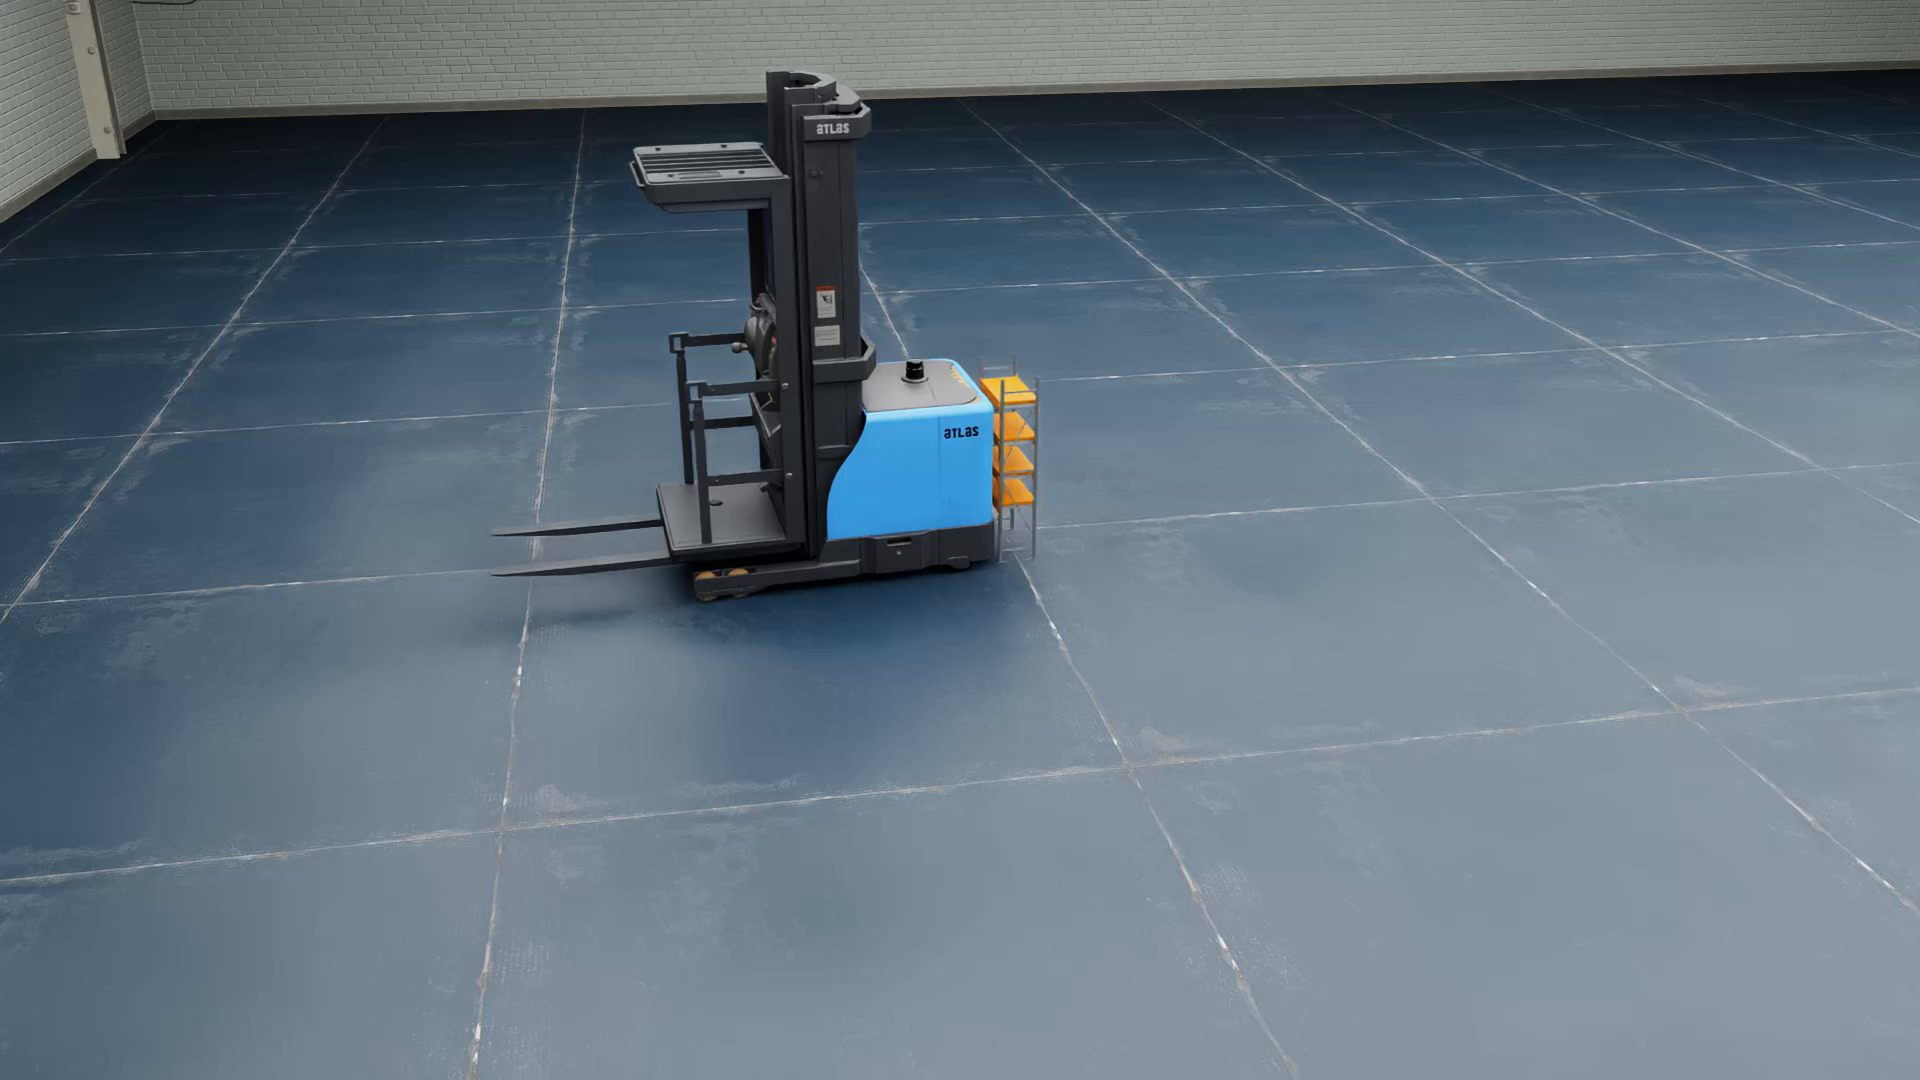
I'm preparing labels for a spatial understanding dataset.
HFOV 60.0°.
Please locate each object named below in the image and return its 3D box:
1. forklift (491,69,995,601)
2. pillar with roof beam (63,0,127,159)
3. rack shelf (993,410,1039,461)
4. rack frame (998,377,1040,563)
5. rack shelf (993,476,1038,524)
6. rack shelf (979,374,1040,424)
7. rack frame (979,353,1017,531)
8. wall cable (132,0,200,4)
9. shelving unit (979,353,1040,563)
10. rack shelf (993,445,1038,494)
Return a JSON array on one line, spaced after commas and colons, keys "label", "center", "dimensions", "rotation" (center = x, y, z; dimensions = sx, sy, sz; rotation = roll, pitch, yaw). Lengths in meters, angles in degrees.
[{"label": "forklift", "center": [-1.360, -1.214, 9.868], "dimensions": [3.031, 2.935, 1.130], "rotation": [-6, 24, -13]}, {"label": "pillar with roof beam", "center": [-7.420, -9.714, 21.748], "dimensions": [9.100, 9.000, 0.400], "rotation": [-4, 24, -10]}, {"label": "rack shelf", "center": [0.300, -0.656, 10.360], "dimensions": [0.258, 0.148, 0.480], "rotation": [-6, 24, -13]}, {"label": "rack frame", "center": [0.360, -0.418, 10.206], "dimensions": [0.240, 1.200, 0.015], "rotation": [-6, 24, -13]}, {"label": "rack shelf", "center": [0.299, -0.268, 10.529], "dimensions": [0.258, 0.148, 0.480], "rotation": [-6, 24, -13]}, {"label": "rack shelf", "center": [0.300, -0.872, 10.266], "dimensions": [0.258, 0.148, 0.480], "rotation": [-6, 24, -13]}, {"label": "rack frame", "center": [0.239, -0.607, 10.639], "dimensions": [0.240, 1.200, 0.015], "rotation": [-6, 24, -13]}, {"label": "wall cable", "center": [-10.896, -9.229, 24.517], "dimensions": [3.097, 2.526, 0.112], "rotation": [-4, 24, -10]}, {"label": "shelving unit", "center": [0.299, -0.512, 10.423], "dimensions": [0.258, 1.200, 0.503], "rotation": [-6, 24, -13]}, {"label": "rack shelf", "center": [0.299, -0.450, 10.449], "dimensions": [0.258, 0.148, 0.480], "rotation": [-6, 24, -13]}]
